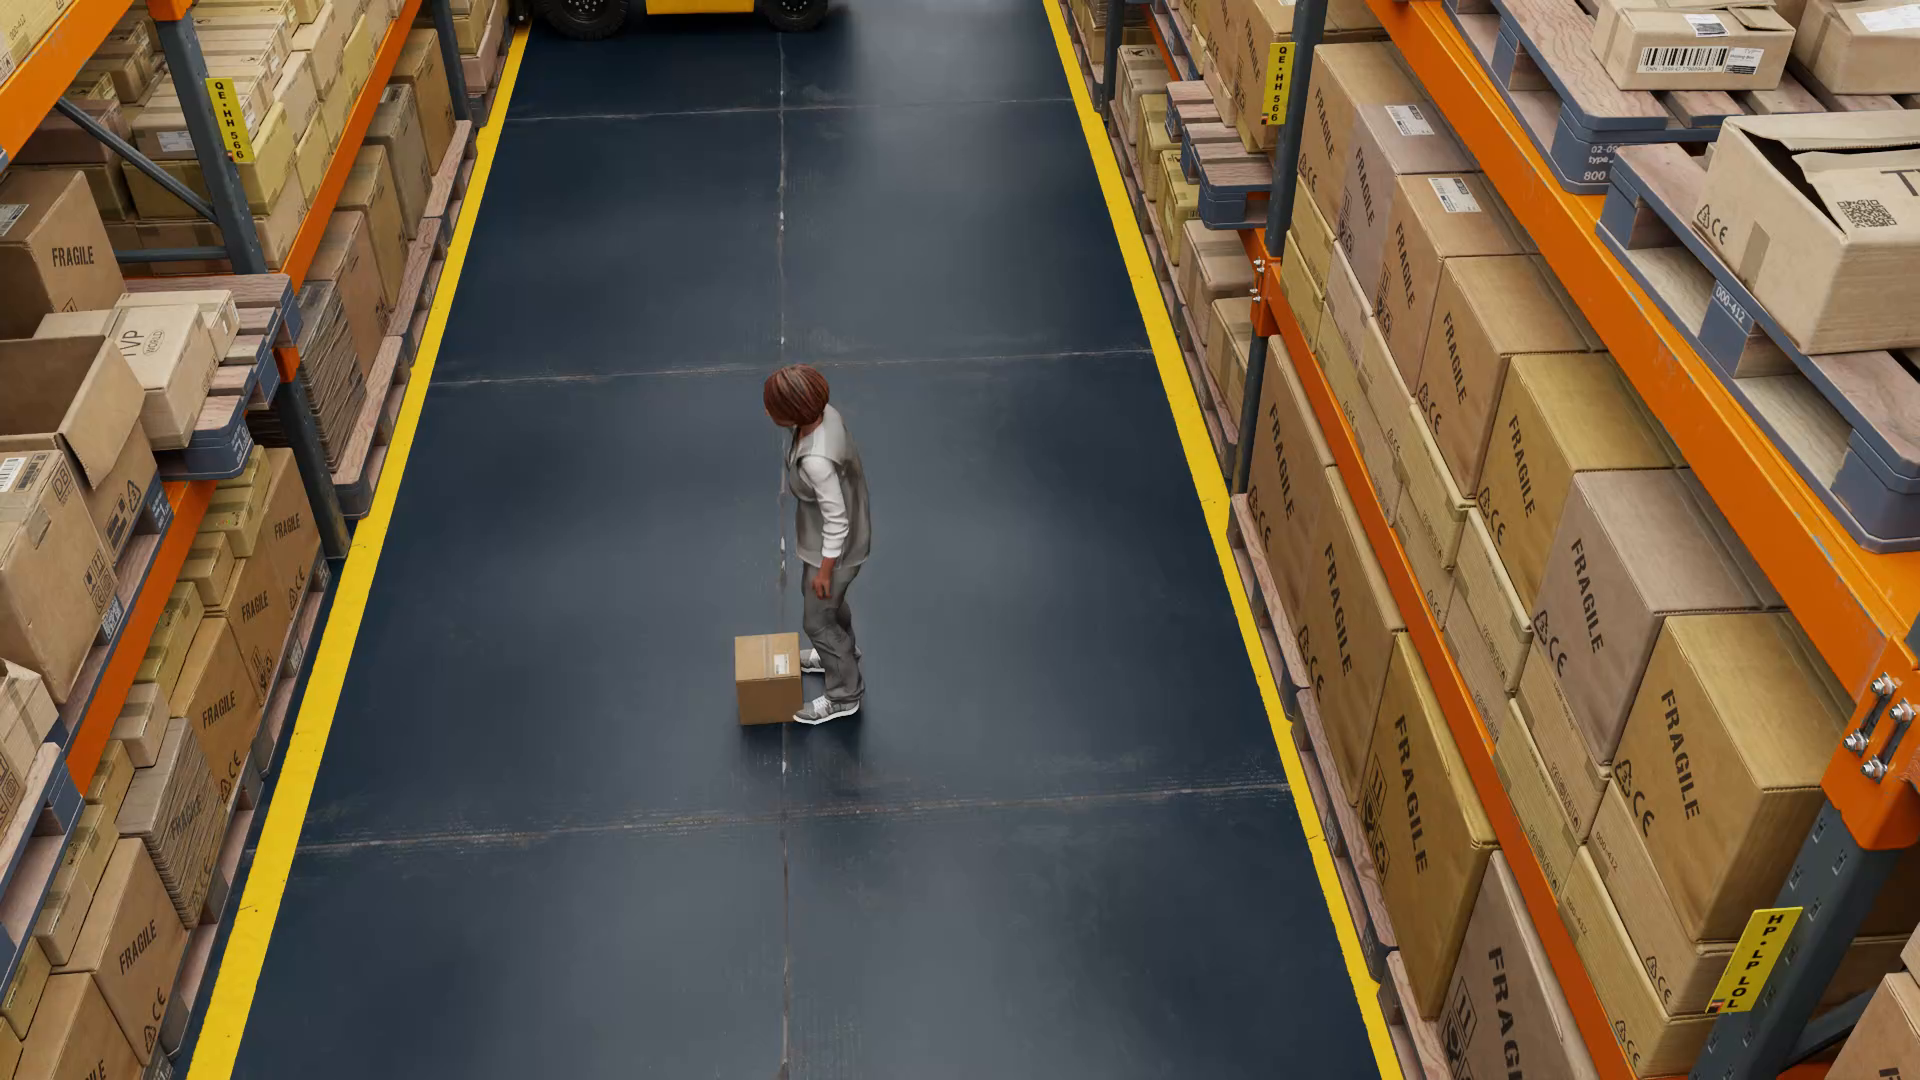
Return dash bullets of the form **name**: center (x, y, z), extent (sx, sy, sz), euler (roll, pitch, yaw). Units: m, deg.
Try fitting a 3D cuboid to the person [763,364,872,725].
- **person**: center (-0.505, 0.011, 6.152), extent (0.347, 1.591, 0.475), euler (-5, 40, -6)
